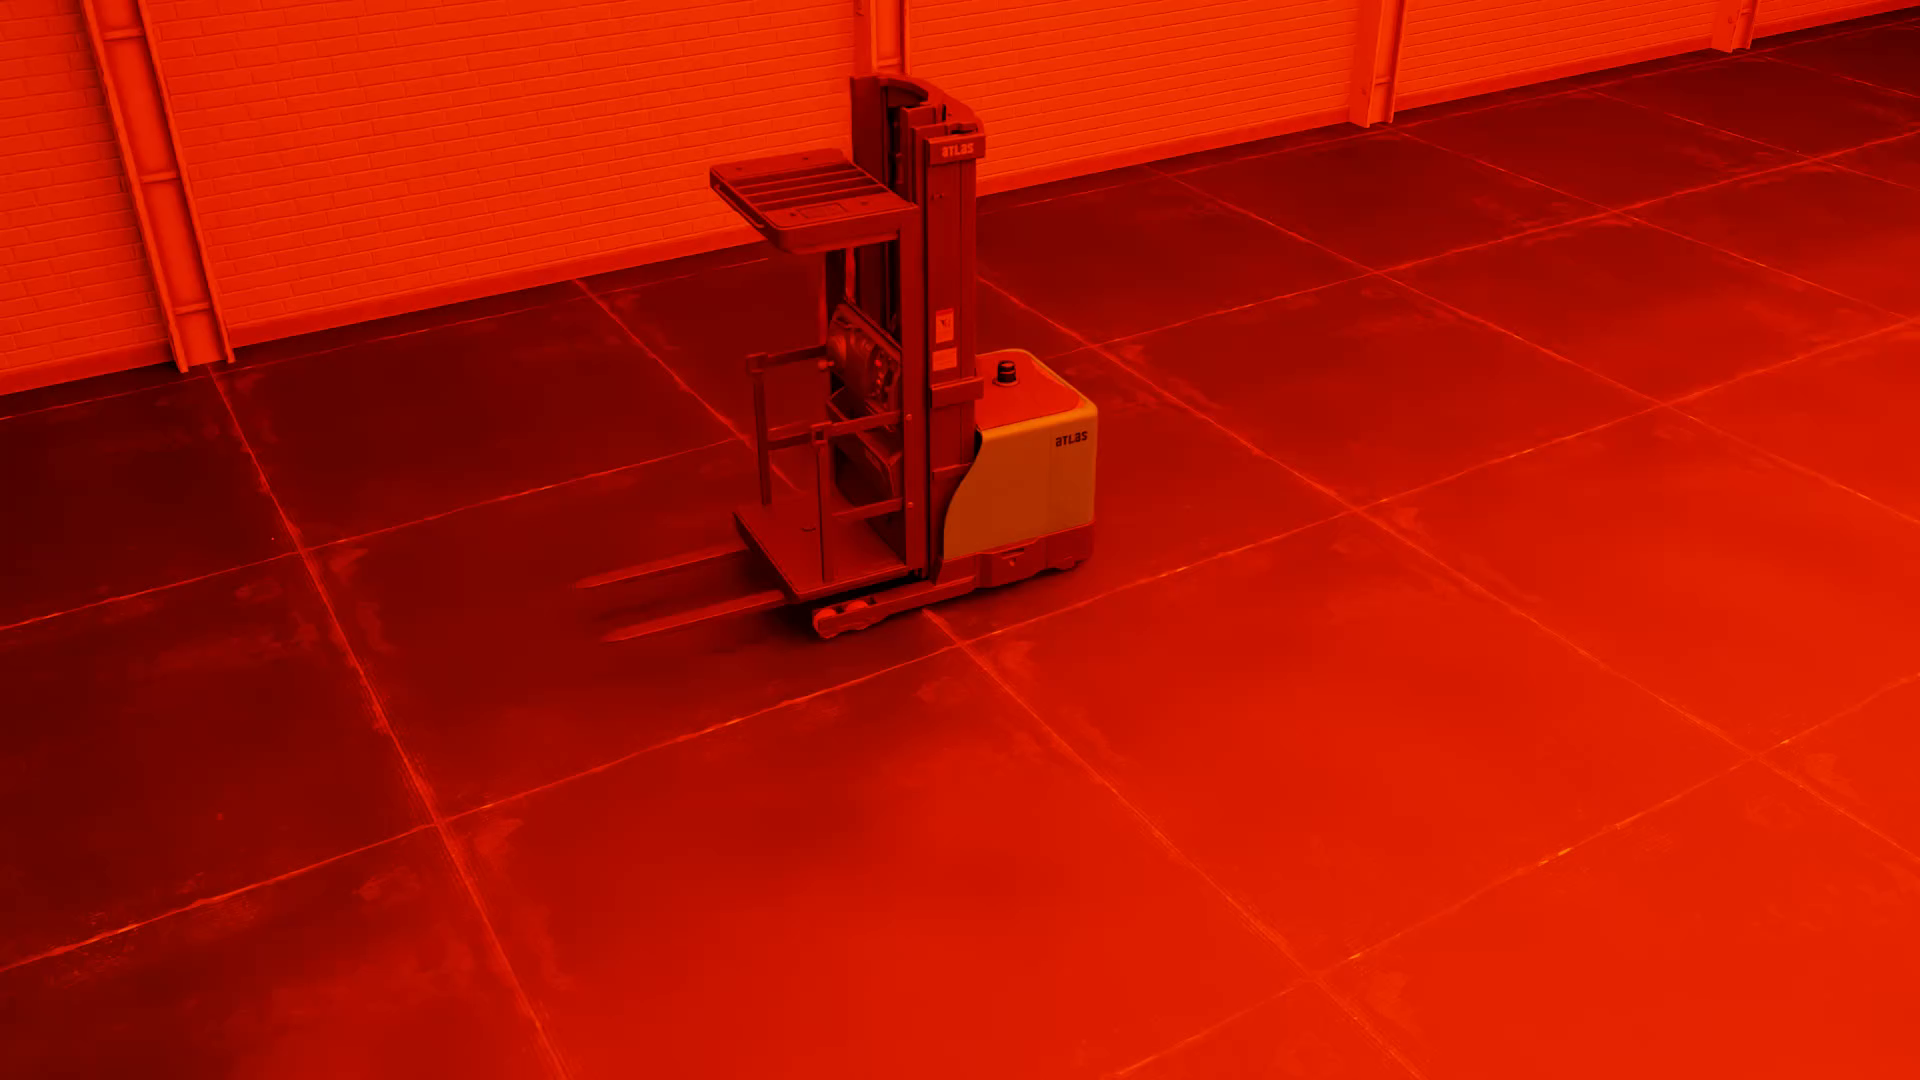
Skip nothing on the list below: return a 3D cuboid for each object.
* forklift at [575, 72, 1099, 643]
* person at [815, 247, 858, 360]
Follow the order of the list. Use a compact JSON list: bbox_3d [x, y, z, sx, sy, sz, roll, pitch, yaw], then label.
[{"bbox_3d":[-0.727,-1.003,9.322,3.031,2.935,1.130,-14,34,-22],"label":"forklift"},{"bbox_3d":[-0.529,-1.423,11.371,1.043,1.539,0.932,18,36,28],"label":"person"}]
